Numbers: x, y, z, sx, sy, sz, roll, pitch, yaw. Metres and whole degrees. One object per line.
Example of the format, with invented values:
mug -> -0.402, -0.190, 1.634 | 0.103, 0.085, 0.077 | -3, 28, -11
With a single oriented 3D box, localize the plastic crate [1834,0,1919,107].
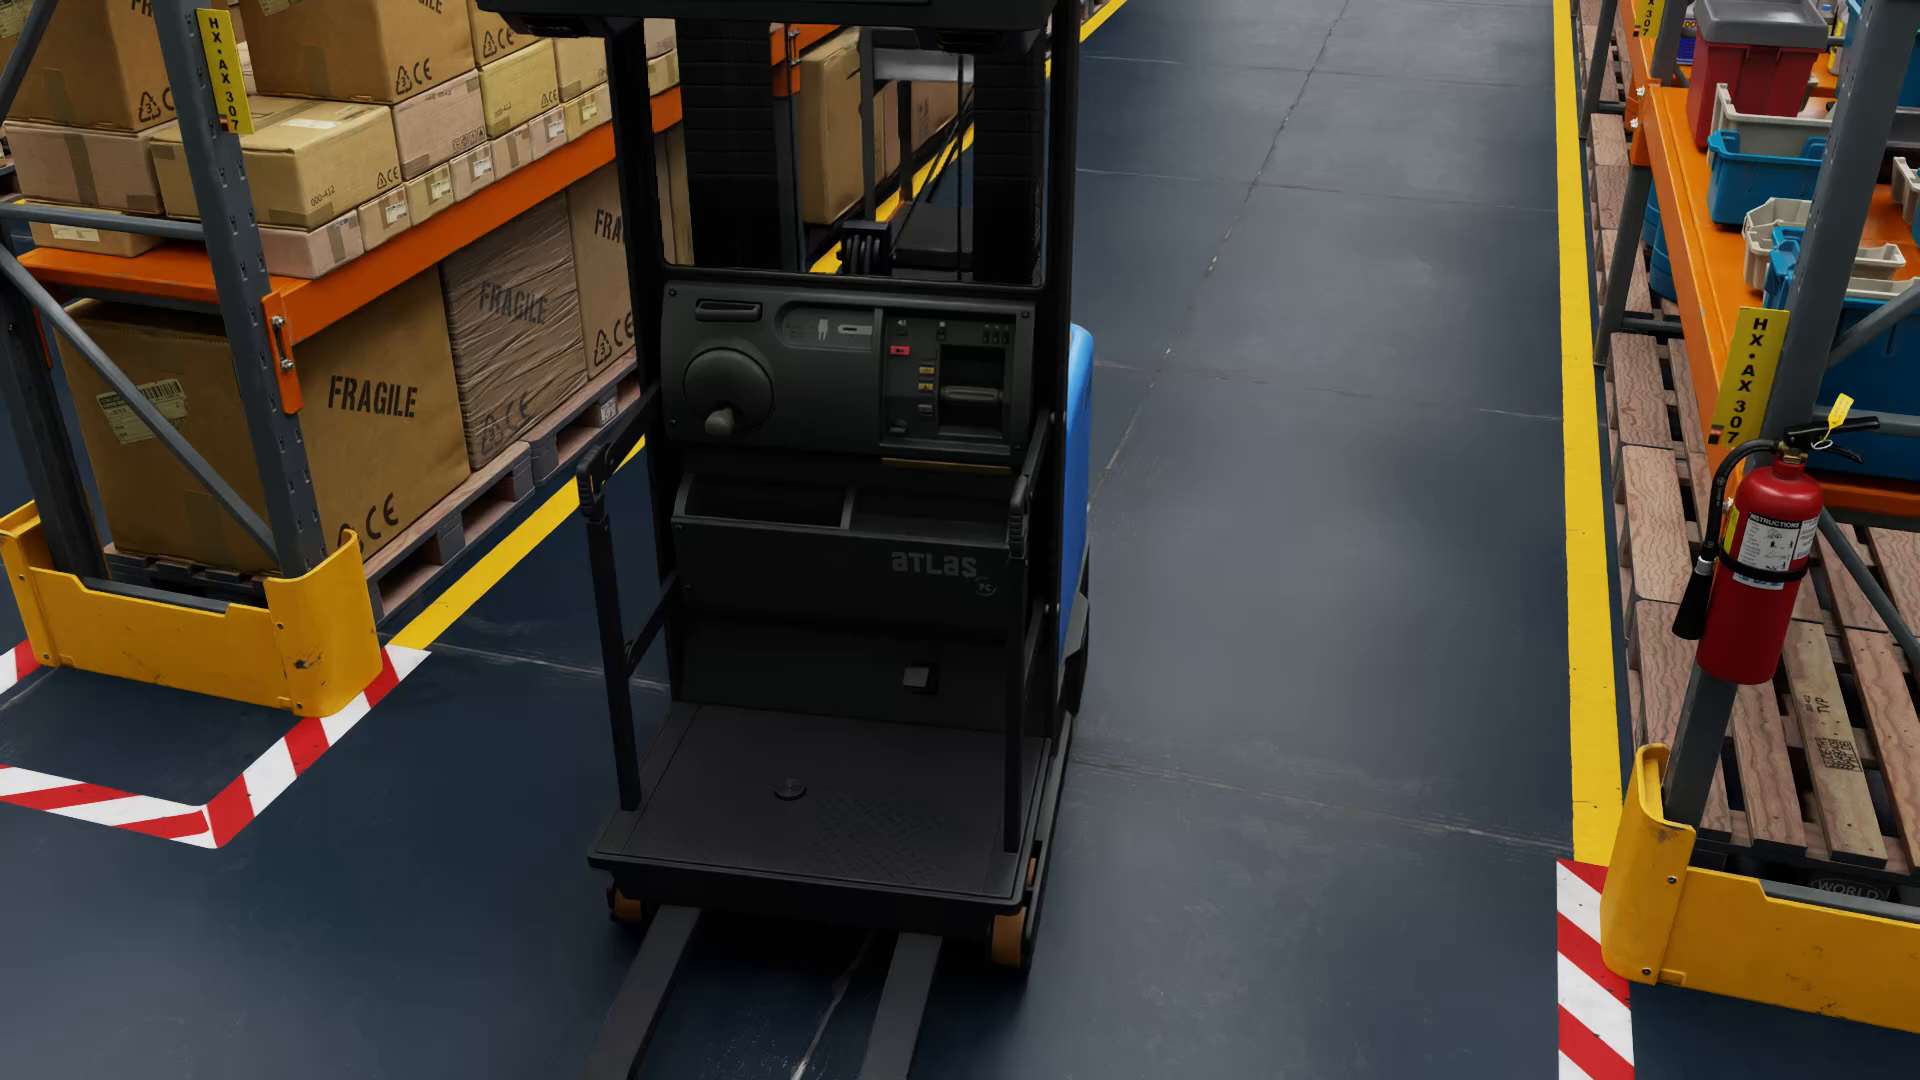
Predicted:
plastic crate -> 3.612, -1.821, 6.392 | 0.392, 0.384, 0.575 | 8, 30, 15

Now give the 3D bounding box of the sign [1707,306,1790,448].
sign -> 1.718, -0.351, 3.627 | 0.100, 0.325, 0.005 | 8, 30, 15

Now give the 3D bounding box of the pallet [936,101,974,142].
pallet -> -0.442, -3.059, 11.531 | 1.003, 0.211, 1.213 | 8, 30, 15

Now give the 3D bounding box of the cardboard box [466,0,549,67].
cardboard box -> -1.794, -1.966, 5.775 | 0.500, 0.500, 0.500 | 8, 30, 14

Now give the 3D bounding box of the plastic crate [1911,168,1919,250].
plastic crate -> 3.110, -0.980, 5.037 | 0.416, 0.233, 0.300 | 8, 30, 15

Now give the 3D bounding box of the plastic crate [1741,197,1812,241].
plastic crate -> 2.541, -0.930, 5.045 | 0.298, 0.136, 0.250 | 8, 30, 15

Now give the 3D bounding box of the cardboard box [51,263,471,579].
cardboard box -> -2.375, -0.479, 5.779 | 0.875, 0.875, 0.875 | 8, 30, 15

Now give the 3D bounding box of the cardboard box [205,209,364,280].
cardboard box -> -2.067, -0.923, 5.082 | 0.380, 0.149, 0.250 | 9, 30, 15

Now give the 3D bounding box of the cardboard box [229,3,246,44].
cardboard box -> -5.259, -3.417, 11.446 | 0.500, 0.500, 0.500 | 9, 30, 16

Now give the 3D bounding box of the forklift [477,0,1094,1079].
forklift -> -0.315, -0.371, 3.903 | 1.130, 2.935, 3.031 | 5, 29, 8

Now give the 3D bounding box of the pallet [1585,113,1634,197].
pallet -> 4.405, -2.335, 10.230 | 1.003, 0.211, 1.213 | 8, 30, 15

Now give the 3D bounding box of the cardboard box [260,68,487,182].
cardboard box -> -1.941, -1.406, 5.541 | 0.500, 0.250, 0.500 | 8, 30, 14

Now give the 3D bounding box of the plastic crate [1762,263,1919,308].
plastic crate -> 2.414, -0.657, 4.554 | 0.396, 0.136, 0.243 | 8, 30, 15

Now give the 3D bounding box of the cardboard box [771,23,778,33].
cardboard box -> -1.089, -2.476, 7.873 | 0.380, 0.149, 0.250 | 9, 30, 15

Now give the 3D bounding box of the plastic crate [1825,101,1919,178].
plastic crate -> 3.351, -1.415, 5.929 | 0.437, 0.125, 0.590 | 8, 30, 15

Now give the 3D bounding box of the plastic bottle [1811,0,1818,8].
plastic bottle -> 4.049, -2.626, 8.012 | 0.152, 0.276, 0.135 | 8, 30, 15

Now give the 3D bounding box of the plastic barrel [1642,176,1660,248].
plastic barrel -> 3.806, -1.913, 8.330 | 0.600, 0.901, 0.708 | 8, 30, 15

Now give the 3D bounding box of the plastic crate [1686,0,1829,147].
plastic crate -> 2.921, -1.742, 6.169 | 0.402, 0.464, 0.583 | 8, 30, 15

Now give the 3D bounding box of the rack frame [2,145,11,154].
rack frame -> -6.024, -3.529, 9.507 | 1.000, 3.000, 0.127 | 8, 30, 15

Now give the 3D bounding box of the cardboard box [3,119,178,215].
cardboard box -> -2.598, -1.243, 5.246 | 0.500, 0.250, 0.500 | 8, 30, 14

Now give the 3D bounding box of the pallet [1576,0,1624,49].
pallet -> 5.577, -4.196, 13.575 | 1.003, 0.211, 1.213 | 8, 30, 15

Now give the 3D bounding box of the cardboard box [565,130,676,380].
cardboard box -> -1.847, -1.315, 7.283 | 0.875, 0.875, 0.875 | 8, 30, 15

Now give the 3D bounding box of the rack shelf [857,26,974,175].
rack shelf -> -0.056, -1.468, 5.318 | 0.431, 0.518, 0.480 | 6, 30, 10

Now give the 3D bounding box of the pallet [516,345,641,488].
pallet -> -1.966, -0.644, 7.191 | 1.003, 0.211, 1.213 | 8, 30, 15

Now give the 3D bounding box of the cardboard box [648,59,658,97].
cardboard box -> -1.465, -1.878, 6.799 | 0.380, 0.149, 0.250 | 8, 30, 14

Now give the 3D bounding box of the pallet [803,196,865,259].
pallet -> -1.158, -1.925, 9.493 | 1.003, 0.211, 1.213 | 8, 30, 15

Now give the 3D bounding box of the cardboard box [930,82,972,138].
cardboard box -> -0.630, -3.157, 10.593 | 1.225, 0.875, 0.875 | 9, 30, 15

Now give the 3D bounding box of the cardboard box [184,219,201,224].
cardboard box -> -2.622, -1.139, 5.470 | 0.380, 0.149, 0.250 | 9, 30, 15

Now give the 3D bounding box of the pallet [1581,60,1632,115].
pallet -> 4.861, -3.062, 11.537 | 1.003, 0.211, 1.213 | 8, 30, 15

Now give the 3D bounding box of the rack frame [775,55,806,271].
rack frame -> -1.312, -2.774, 8.151 | 1.000, 3.000, 0.127 | 8, 30, 15

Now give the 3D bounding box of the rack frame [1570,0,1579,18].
rack frame -> 5.771, -5.785, 13.563 | 1.000, 3.000, 0.127 | 8, 30, 15

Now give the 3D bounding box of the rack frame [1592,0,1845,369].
rack frame -> 3.423, -2.067, 6.880 | 1.000, 3.000, 0.127 | 8, 30, 15

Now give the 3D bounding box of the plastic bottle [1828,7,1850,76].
plastic bottle -> 3.848, -2.182, 7.137 | 0.144, 0.351, 0.185 | 8, 30, 15

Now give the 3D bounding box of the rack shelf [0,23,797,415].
rack shelf -> -1.899, -1.530, 6.655 | 1.077, 0.370, 4.000 | 8, 30, 15

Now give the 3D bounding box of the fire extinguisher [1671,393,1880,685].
fire extinguisher -> 1.770, -0.006, 3.639 | 0.296, 0.674, 0.183 | 8, 30, 15

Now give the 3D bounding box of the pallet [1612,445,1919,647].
pallet -> 2.888, 0.068, 5.912 | 1.003, 0.211, 1.213 | 8, 30, 15

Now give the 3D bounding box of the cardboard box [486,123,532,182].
cardboard box -> -1.767, -1.401, 5.941 | 0.380, 0.149, 0.250 | 8, 30, 14

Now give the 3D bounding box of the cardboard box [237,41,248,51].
cardboard box -> -2.299, -1.715, 6.095 | 0.500, 0.250, 0.500 | 7, 30, 13

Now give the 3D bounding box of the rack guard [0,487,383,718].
rack guard -> -2.493, 0.189, 5.397 | 1.175, 0.500, 0.348 | 8, 30, 15

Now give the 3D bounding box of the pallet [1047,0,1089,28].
pallet -> 0.453, -4.342, 13.839 | 1.003, 0.211, 1.213 | 8, 30, 15

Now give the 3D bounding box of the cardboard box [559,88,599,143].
cardboard box -> -1.616, -1.638, 6.368 | 0.380, 0.149, 0.250 | 8, 30, 14

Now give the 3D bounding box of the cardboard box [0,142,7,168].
cardboard box -> -5.813, -2.235, 9.683 | 0.380, 0.149, 0.250 | 9, 30, 16

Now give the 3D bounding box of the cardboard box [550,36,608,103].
cardboard box -> -1.642, -1.883, 6.397 | 0.500, 0.250, 0.500 | 8, 30, 14

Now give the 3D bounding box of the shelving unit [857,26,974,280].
shelving unit -> -0.056, -0.868, 5.651 | 0.431, 2.100, 0.503 | 6, 30, 10

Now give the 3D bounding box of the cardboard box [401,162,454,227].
cardboard box -> -1.918, -1.162, 5.511 | 0.380, 0.149, 0.250 | 8, 30, 14

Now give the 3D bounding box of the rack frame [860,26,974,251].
rack frame -> -0.106, -0.752, 5.442 | 0.400, 2.100, 0.015 | 6, 30, 10

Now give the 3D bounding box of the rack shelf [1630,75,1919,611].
rack shelf -> 2.836, -0.823, 5.384 | 1.077, 0.370, 4.000 | 8, 30, 15

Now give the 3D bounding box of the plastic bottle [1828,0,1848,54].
plastic bottle -> 4.030, -2.344, 7.505 | 0.152, 0.276, 0.135 | 8, 30, 15

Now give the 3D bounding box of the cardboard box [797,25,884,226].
cardboard box -> -1.143, -2.329, 9.105 | 1.225, 0.875, 0.875 | 9, 30, 15

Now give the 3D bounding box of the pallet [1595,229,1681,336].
pallet -> 3.689, -1.201, 8.192 | 1.003, 0.211, 1.213 | 8, 30, 15
